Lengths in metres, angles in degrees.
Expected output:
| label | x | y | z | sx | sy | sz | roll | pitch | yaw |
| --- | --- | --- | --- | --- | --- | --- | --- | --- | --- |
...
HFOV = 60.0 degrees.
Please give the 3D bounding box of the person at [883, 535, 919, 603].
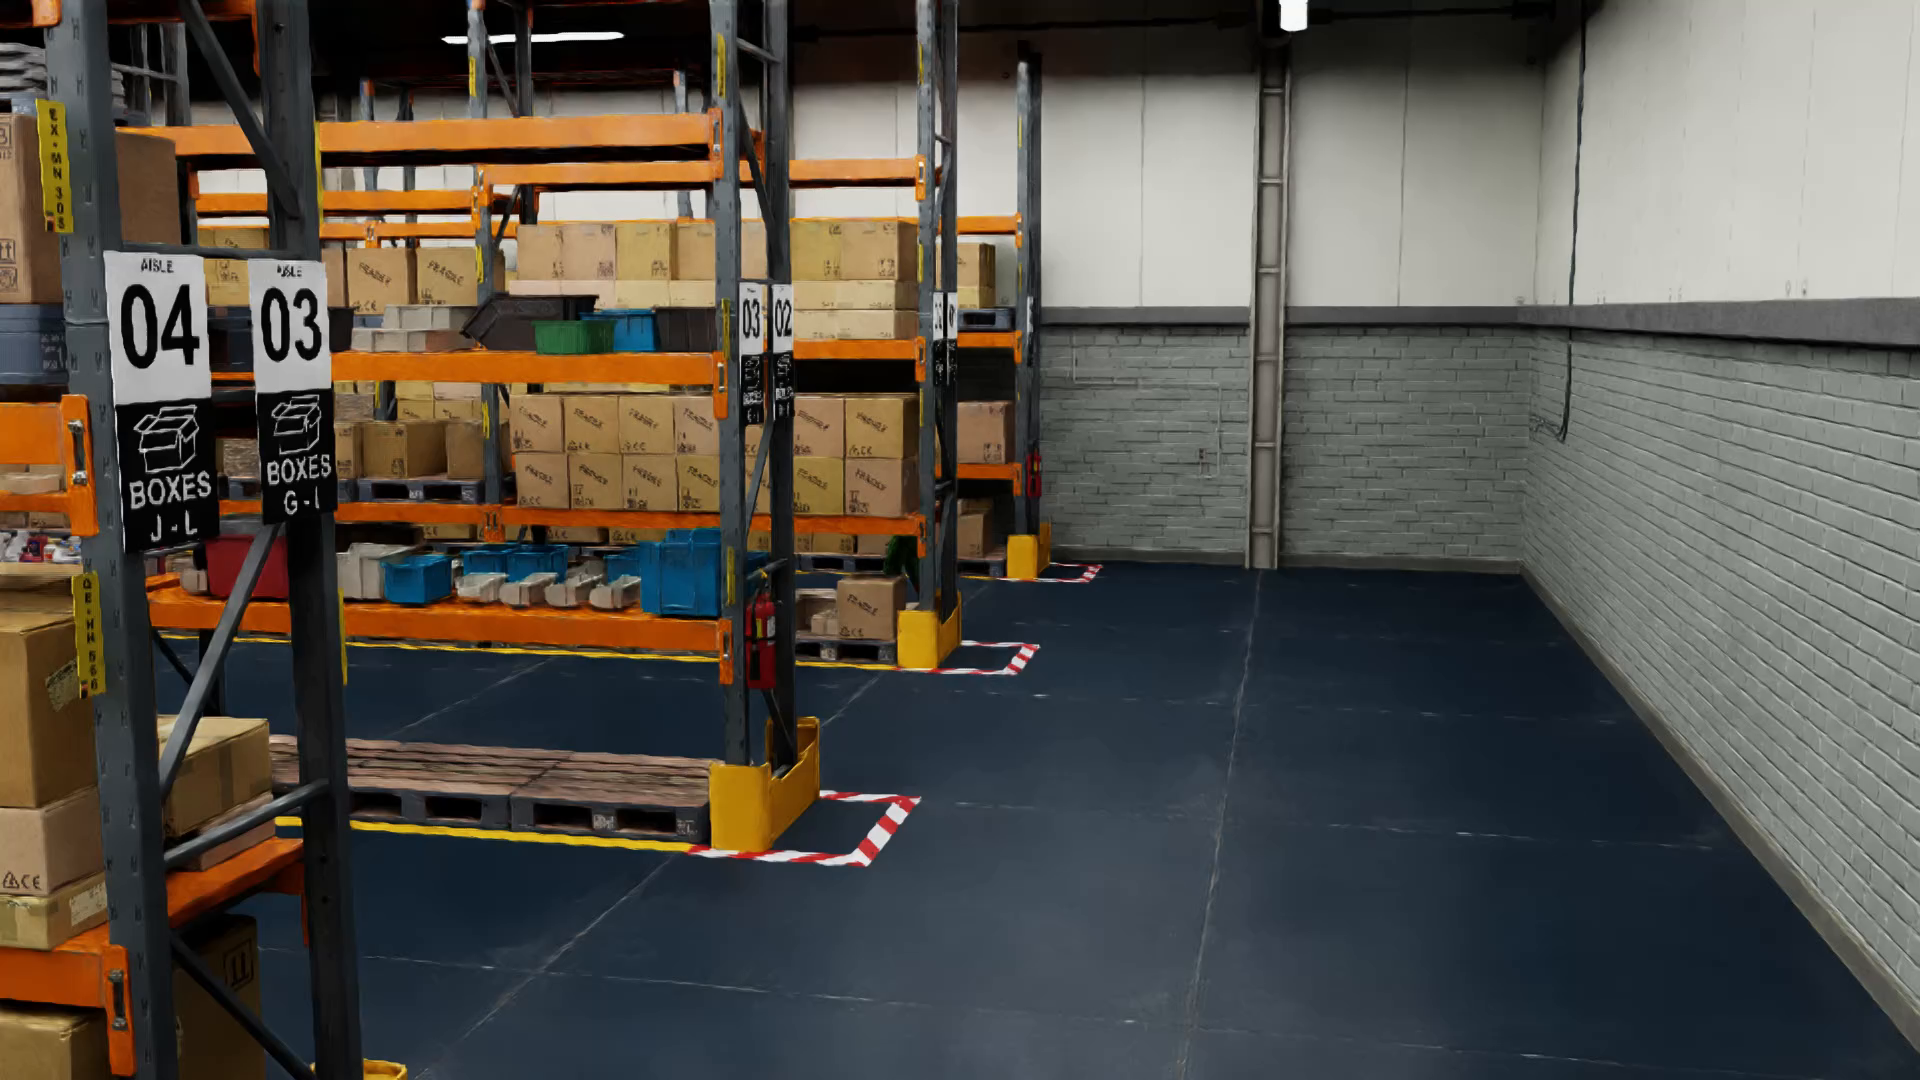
| label | x | y | z | sx | sy | sz | roll | pitch | yaw |
| --- | --- | --- | --- | --- | --- | --- | --- | --- | --- |
| person | -0.610 | -0.083 | 16.342 | 0.710 | 1.794 | 0.709 | 0 | 8 | 3 |
